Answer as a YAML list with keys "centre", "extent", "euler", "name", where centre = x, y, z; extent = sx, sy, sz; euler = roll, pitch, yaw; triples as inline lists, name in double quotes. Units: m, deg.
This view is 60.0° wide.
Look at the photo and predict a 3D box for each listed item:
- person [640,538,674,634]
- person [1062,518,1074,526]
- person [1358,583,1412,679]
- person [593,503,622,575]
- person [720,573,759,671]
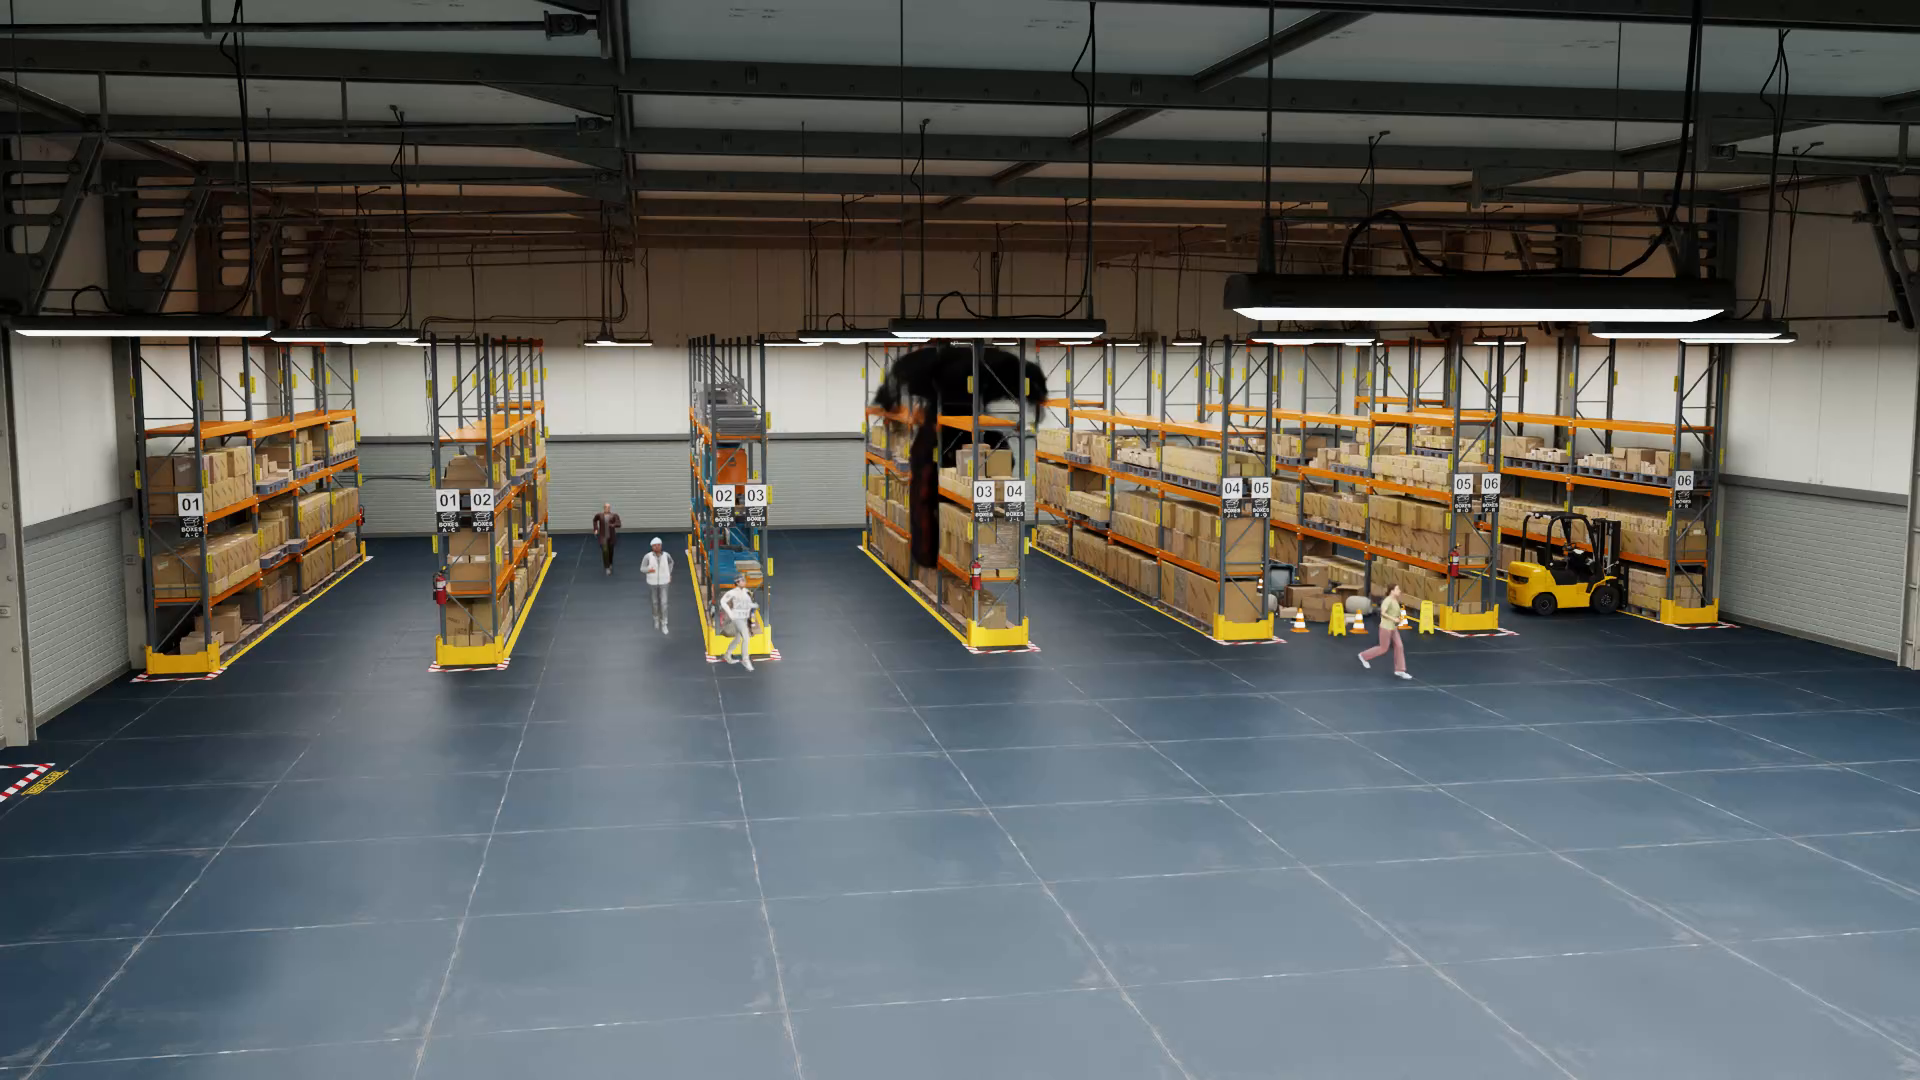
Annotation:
- centre: [-5.841, 0.856, 32.101]
  extent: [0.651, 1.818, 0.824]
  euler: [-1, 7, -11]
  name: "person"
- centre: [3.289, -0.824, 49.684]
  extent: [0.529, 1.731, 0.757]
  euler: [4, 8, 30]
  name: "person"
- centre: [7.488, 1.564, 29.174]
  extent: [0.986, 1.664, 0.600]
  euler: [4, 8, 33]
  name: "person"
- centre: [-9.008, -0.063, 42.532]
  extent: [0.691, 1.788, 1.046]
  euler: [-2, 7, -16]
  name: "person"
- centre: [-3.961, 1.465, 29.893]
  extent: [0.760, 1.750, 0.597]
  euler: [3, 7, 27]
  name: "person"
